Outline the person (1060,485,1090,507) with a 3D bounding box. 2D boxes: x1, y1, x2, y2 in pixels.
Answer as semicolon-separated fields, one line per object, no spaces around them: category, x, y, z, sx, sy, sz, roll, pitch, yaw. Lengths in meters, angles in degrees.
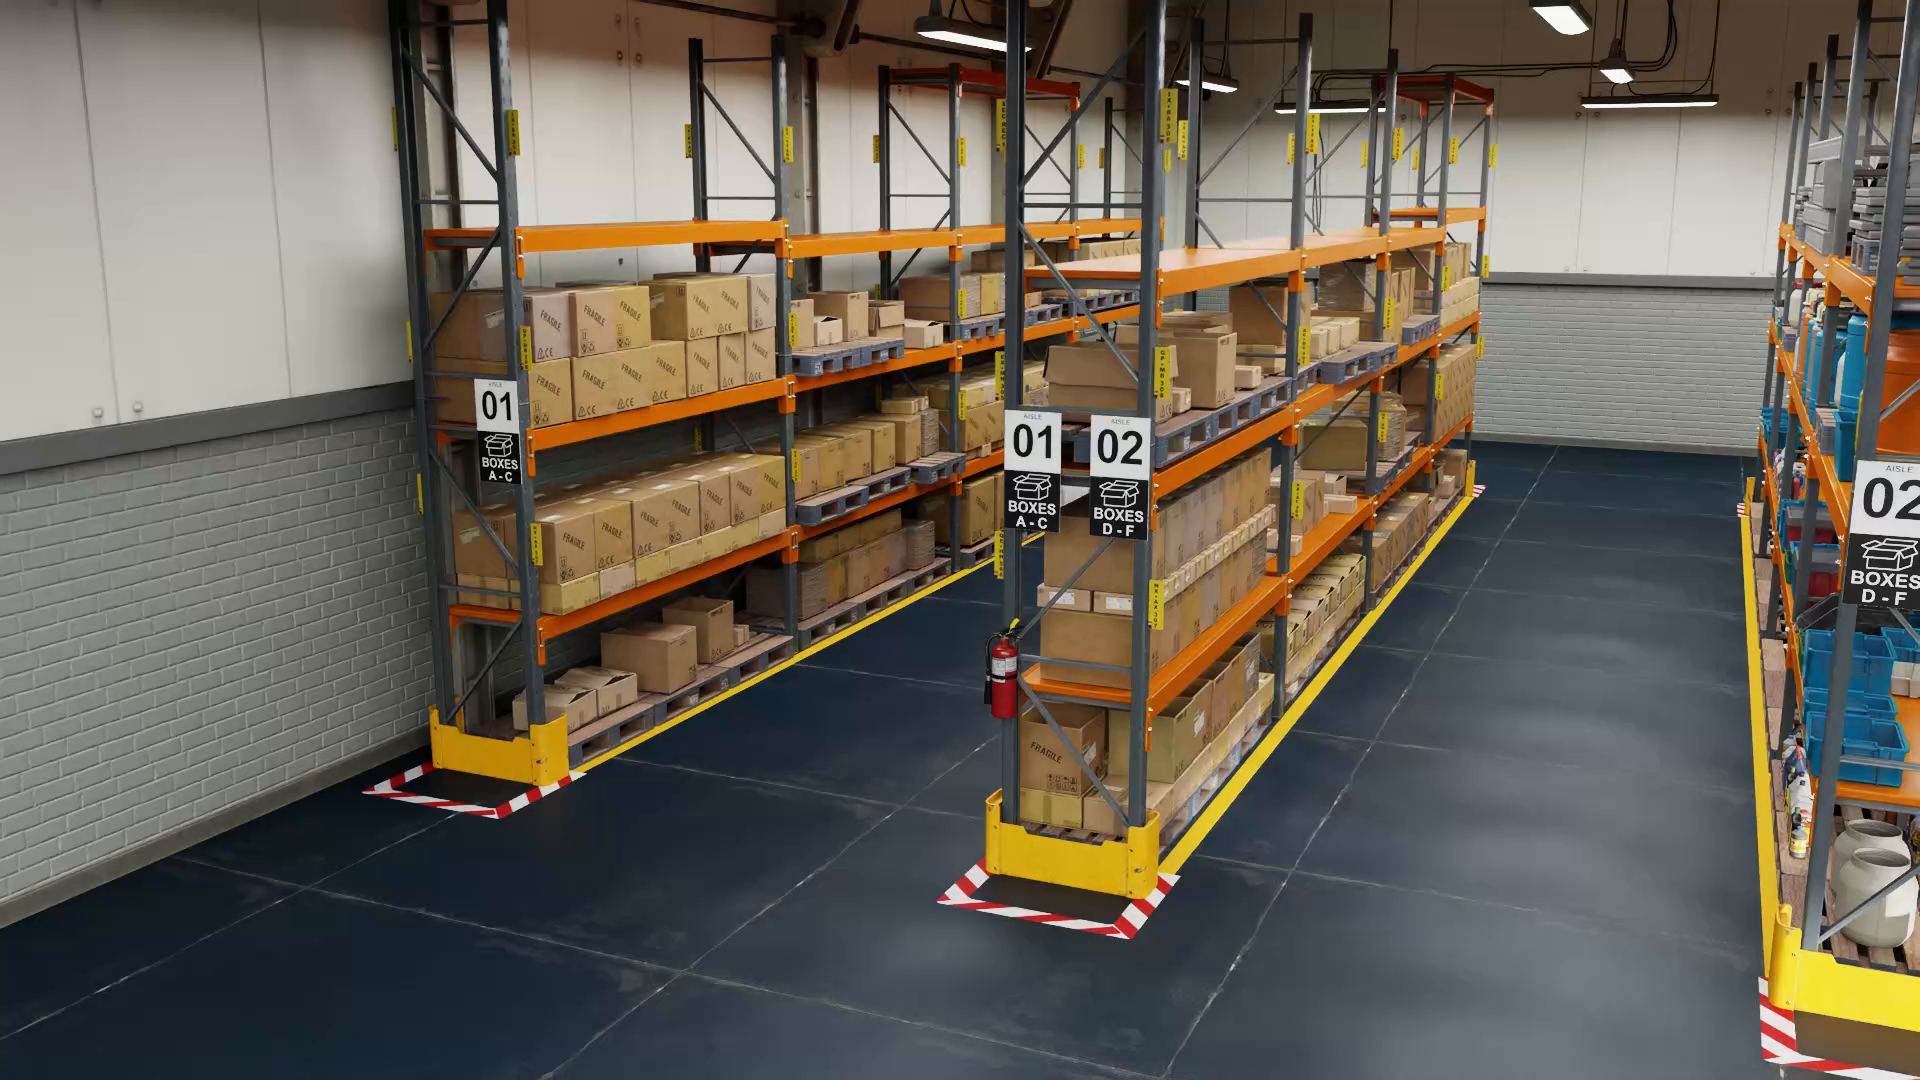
person;1.328;-0.144;18.600;0.608;1.779;0.453;5;13;23
